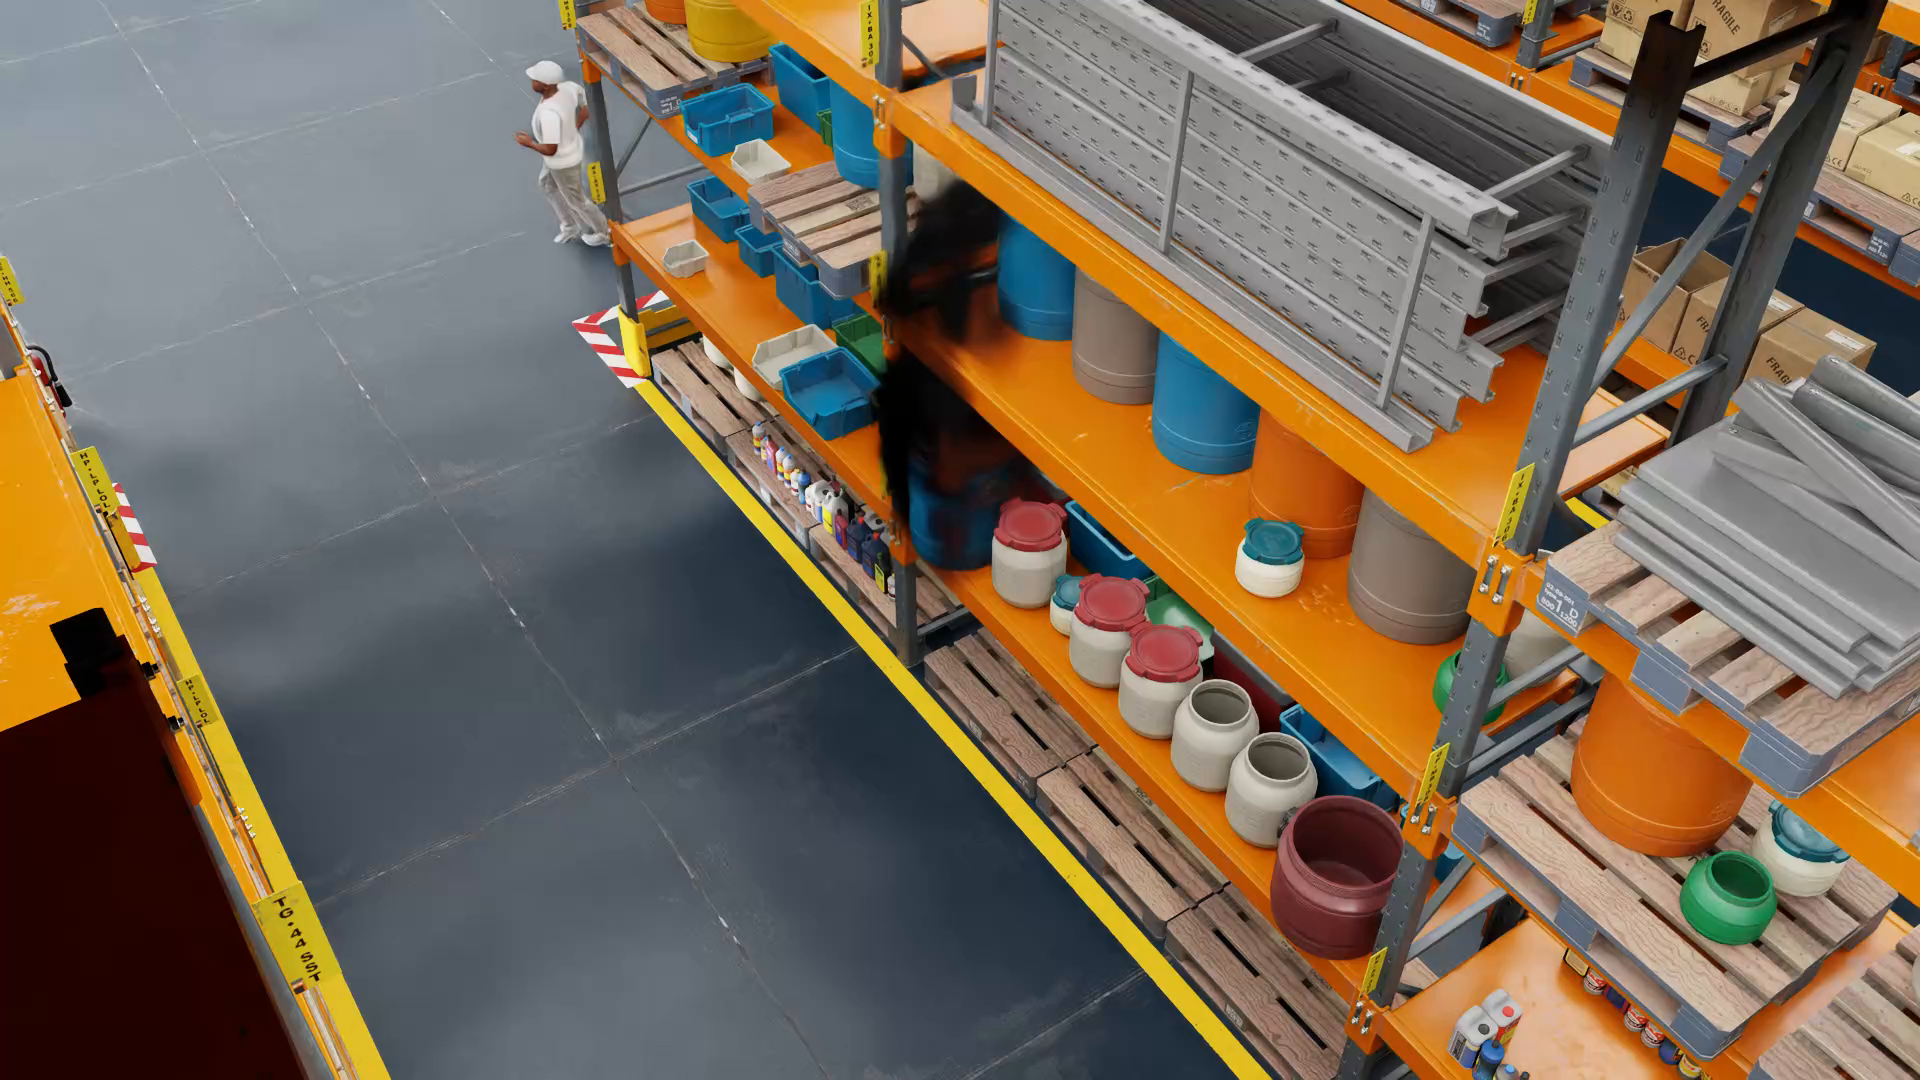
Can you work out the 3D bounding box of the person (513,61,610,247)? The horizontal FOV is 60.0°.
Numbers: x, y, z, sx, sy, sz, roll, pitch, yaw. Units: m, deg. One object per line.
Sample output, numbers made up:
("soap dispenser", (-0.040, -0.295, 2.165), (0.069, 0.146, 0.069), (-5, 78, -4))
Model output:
("person", (-3.331, -3.173, 13.928), (0.695, 1.816, 0.676), (-2, 43, -2))
